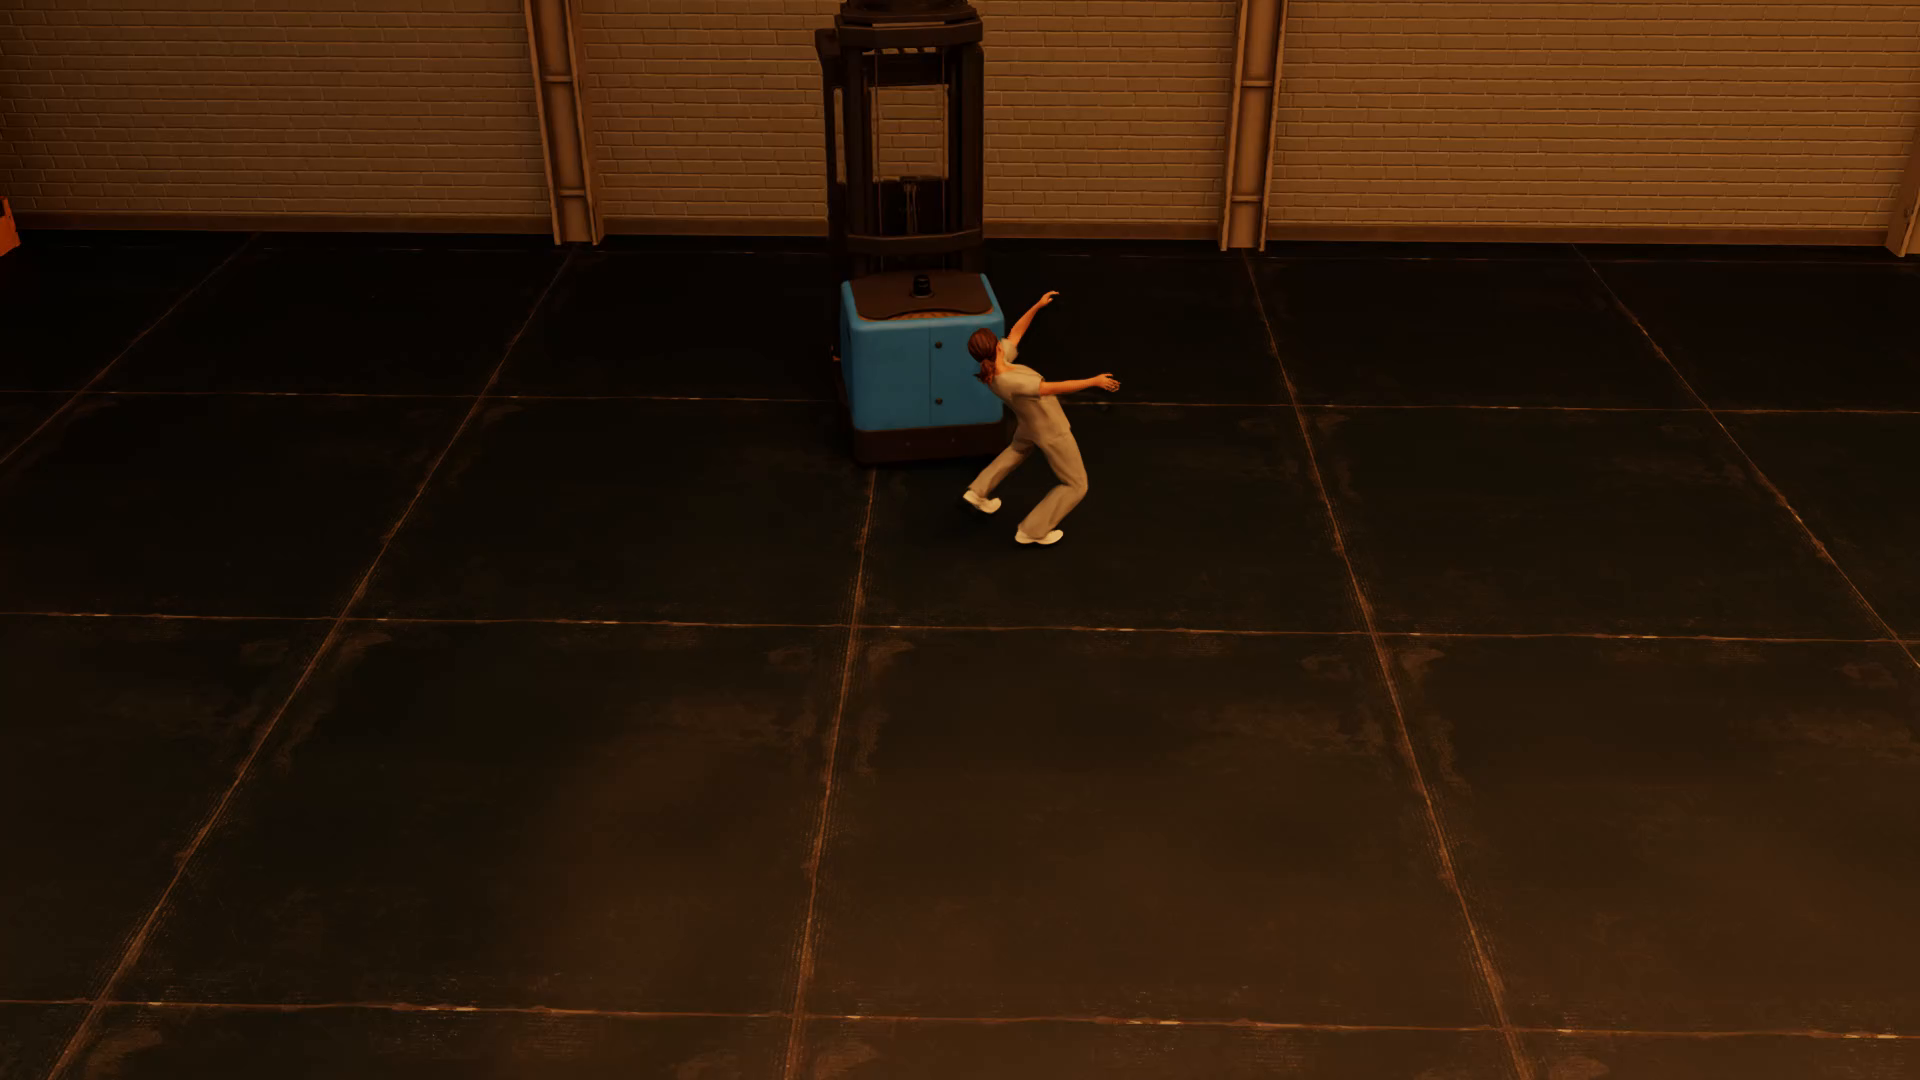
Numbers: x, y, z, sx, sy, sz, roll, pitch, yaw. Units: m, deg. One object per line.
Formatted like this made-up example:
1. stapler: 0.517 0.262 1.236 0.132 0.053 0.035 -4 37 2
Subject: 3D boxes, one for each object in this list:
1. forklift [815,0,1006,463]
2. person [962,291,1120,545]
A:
1. forklift: -0.419 -2.511 11.873 1.130 2.935 3.031 -4 31 -7
2. person: 0.479 -0.654 10.086 0.662 1.521 0.987 -20 36 -31
